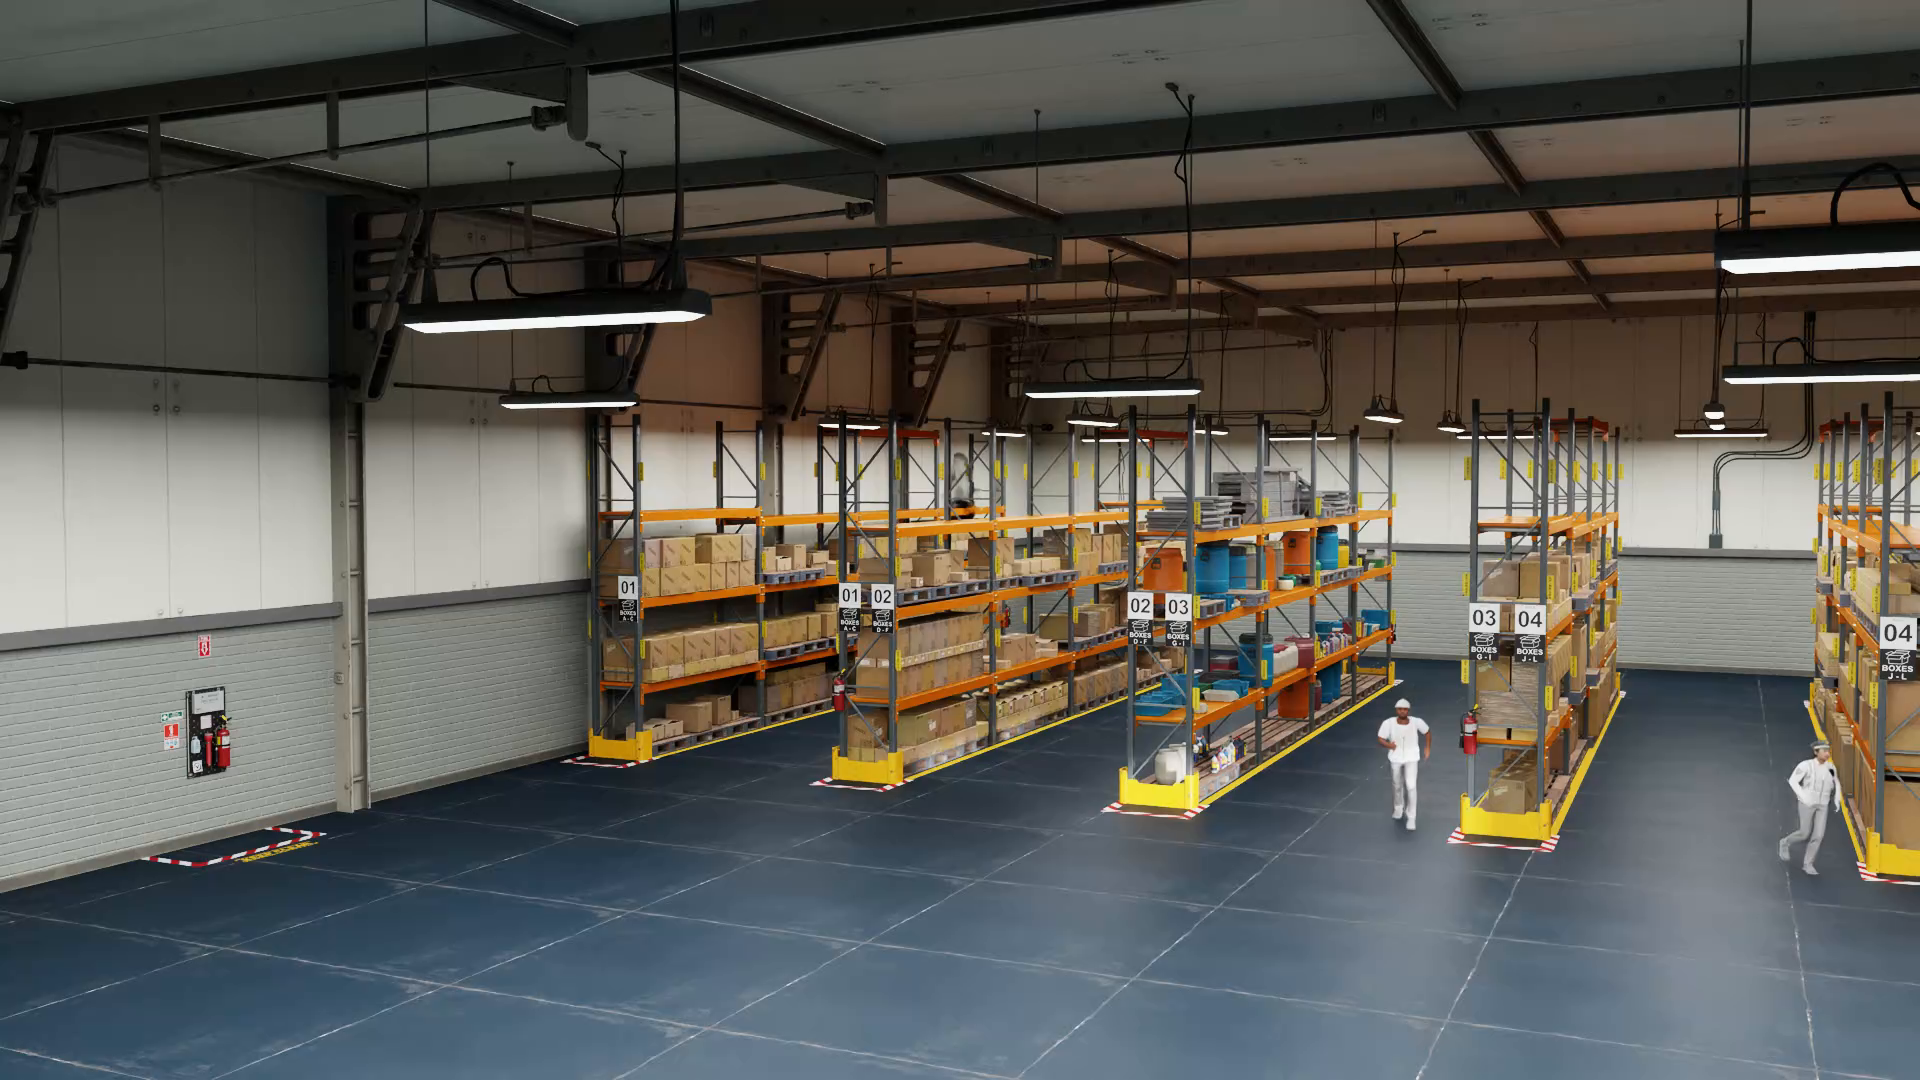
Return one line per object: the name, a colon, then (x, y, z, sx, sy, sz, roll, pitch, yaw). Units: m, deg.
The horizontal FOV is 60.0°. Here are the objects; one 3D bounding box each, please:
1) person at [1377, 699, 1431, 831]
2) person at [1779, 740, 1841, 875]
person: (6.283, 3.156, 23.545, 0.730, 1.837, 0.741, 1, 2, 18)
person: (10.742, 3.317, 20.904, 0.636, 1.656, 0.666, 0, 2, -2)
